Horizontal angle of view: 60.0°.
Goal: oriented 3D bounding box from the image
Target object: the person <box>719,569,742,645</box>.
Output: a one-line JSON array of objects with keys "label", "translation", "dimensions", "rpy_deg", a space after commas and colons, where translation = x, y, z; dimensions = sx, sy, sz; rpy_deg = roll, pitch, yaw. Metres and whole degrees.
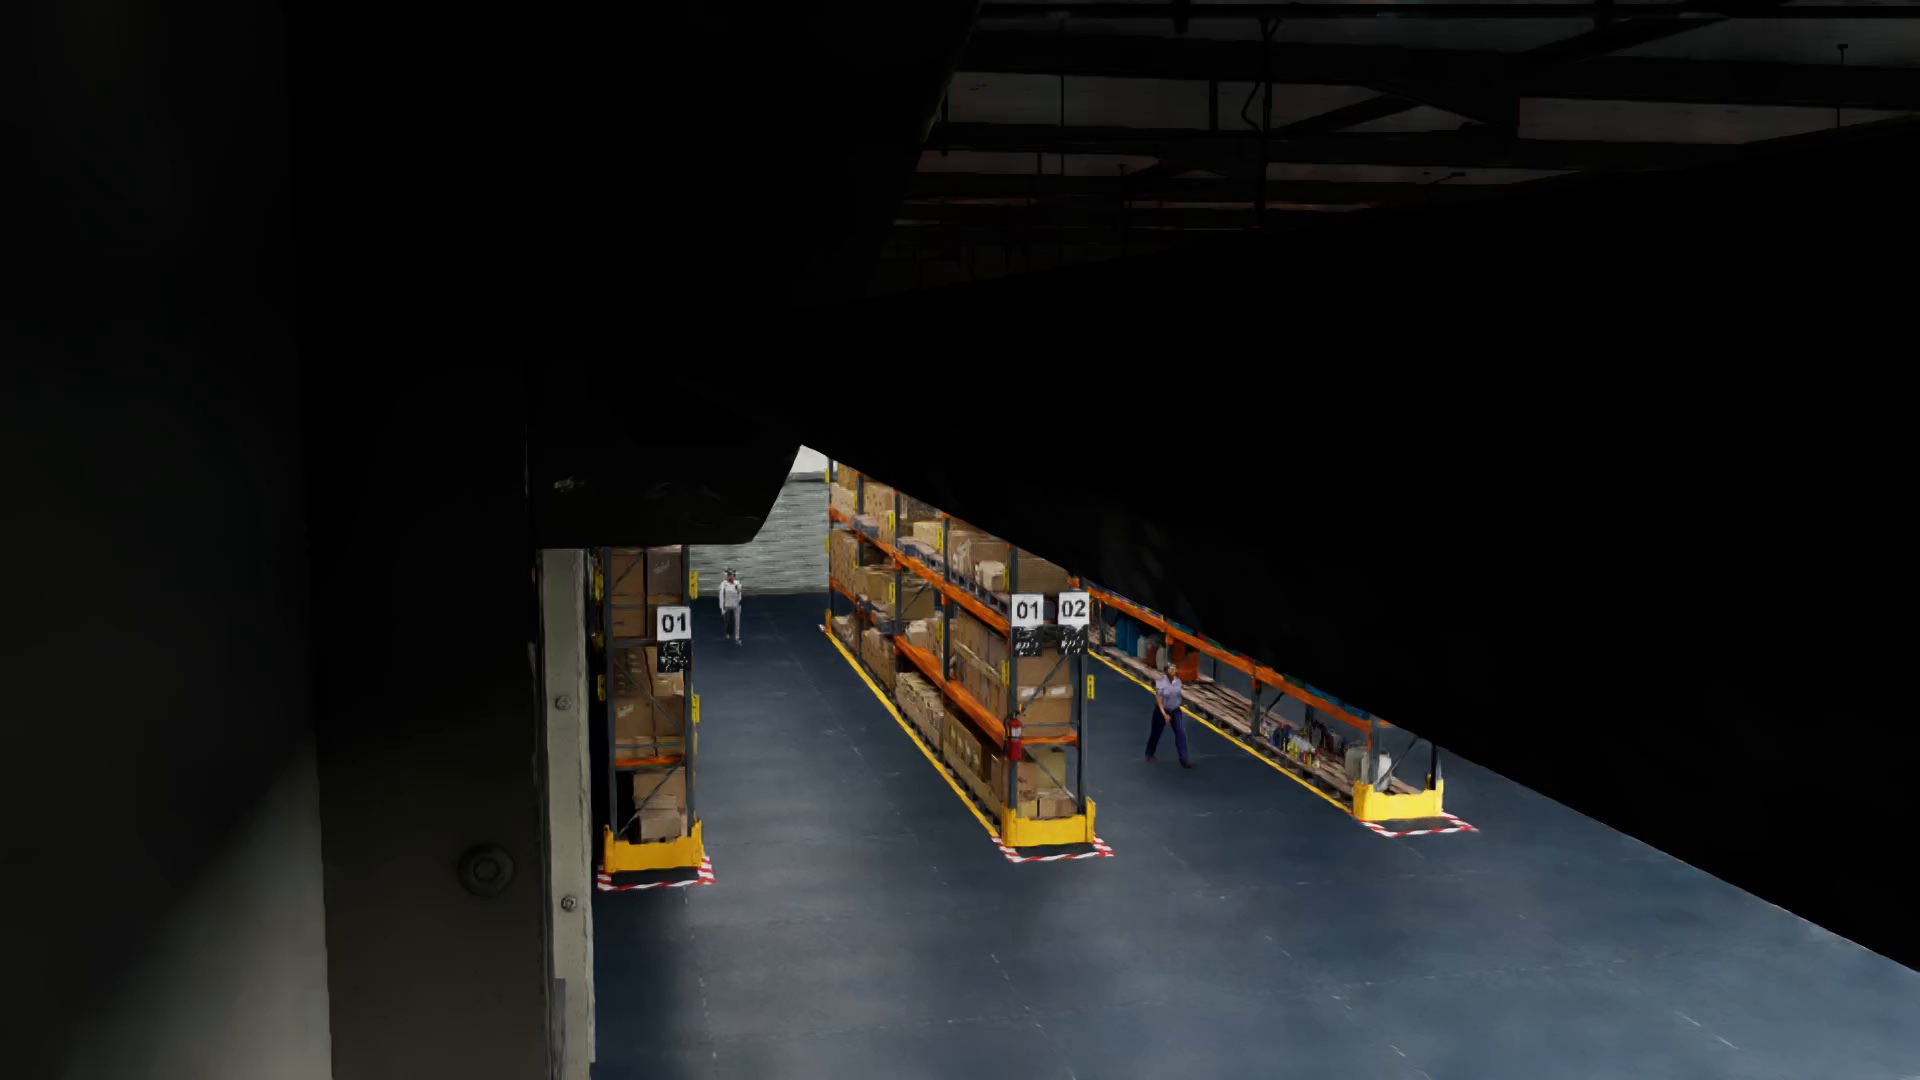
[{"label": "person", "translation": [-4.831, 1.366, 34.987], "dimensions": [0.483, 1.576, 1.086], "rpy_deg": [-1, 7, -11]}]

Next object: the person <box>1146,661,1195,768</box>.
[{"label": "person", "translation": [3.114, 2.587, 24.871], "dimensions": [0.478, 1.580, 0.999], "rpy_deg": [-3, 7, -20]}]
